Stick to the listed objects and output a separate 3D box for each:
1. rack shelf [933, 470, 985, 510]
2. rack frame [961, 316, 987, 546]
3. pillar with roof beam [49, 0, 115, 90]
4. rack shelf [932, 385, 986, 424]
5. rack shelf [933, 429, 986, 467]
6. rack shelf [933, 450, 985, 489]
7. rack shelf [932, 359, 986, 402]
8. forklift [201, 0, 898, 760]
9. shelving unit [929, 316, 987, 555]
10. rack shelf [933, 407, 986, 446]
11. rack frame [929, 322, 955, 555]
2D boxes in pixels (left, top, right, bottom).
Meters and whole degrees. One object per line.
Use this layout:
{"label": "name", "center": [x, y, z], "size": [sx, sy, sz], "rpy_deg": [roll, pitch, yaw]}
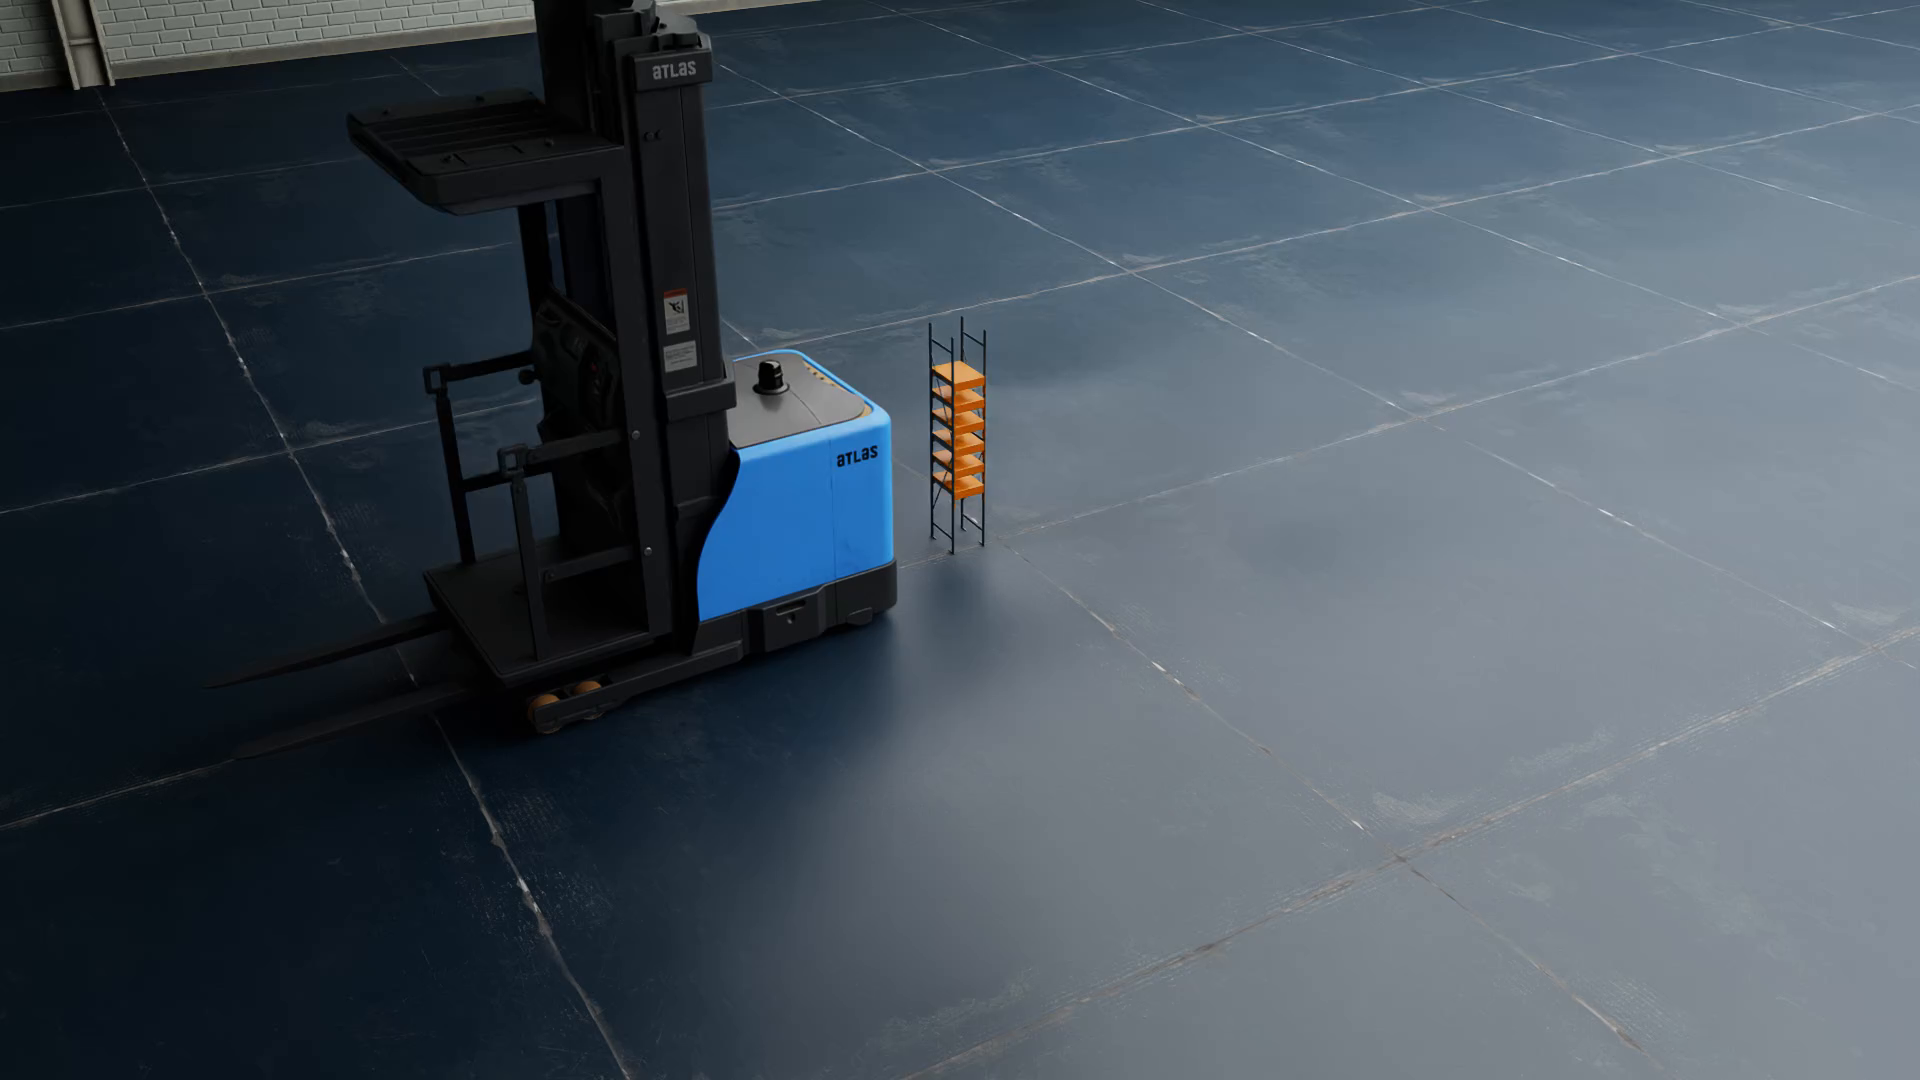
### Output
{"label": "rack shelf", "center": [-0.012, -0.273, 8.591], "size": [0.180, 0.103, 0.258], "rpy_deg": [-16, 33, -26]}
{"label": "rack frame", "center": [0.066, -0.544, 8.494], "size": [0.006, 1.200, 0.240], "rpy_deg": [-16, 33, -26]}
{"label": "pillar with roof beam", "center": [-6.879, -6.907, 11.952], "size": [0.400, 9.000, 9.100], "rpy_deg": [-16, 33, -26]}
{"label": "rack shelf", "center": [-0.012, -0.693, 8.359], "size": [0.180, 0.103, 0.258], "rpy_deg": [-16, 33, -26]}
{"label": "rack shelf", "center": [-0.012, -0.483, 8.475], "size": [0.180, 0.103, 0.258], "rpy_deg": [-16, 33, -26]}
{"label": "rack shelf", "center": [-0.012, -0.378, 8.533], "size": [0.180, 0.103, 0.258], "rpy_deg": [-16, 33, -26]}
{"label": "rack shelf", "center": [-0.012, -0.798, 8.301], "size": [0.180, 0.103, 0.258], "rpy_deg": [-16, 33, -26]}
{"label": "forklift", "center": [-1.822, -0.734, 7.047], "size": [3.031, 2.935, 1.130], "rpy_deg": [-17, 33, -28]}
{"label": "shelving unit", "center": [-0.012, -0.522, 8.454], "size": [0.189, 1.200, 0.258], "rpy_deg": [-16, 33, -26]}
{"label": "rack shelf", "center": [-0.012, -0.588, 8.417], "size": [0.180, 0.103, 0.258], "rpy_deg": [-16, 33, -26]}
{"label": "rack frame", "center": [-0.091, -0.499, 8.413], "size": [0.006, 1.200, 0.240], "rpy_deg": [-16, 33, -26]}
